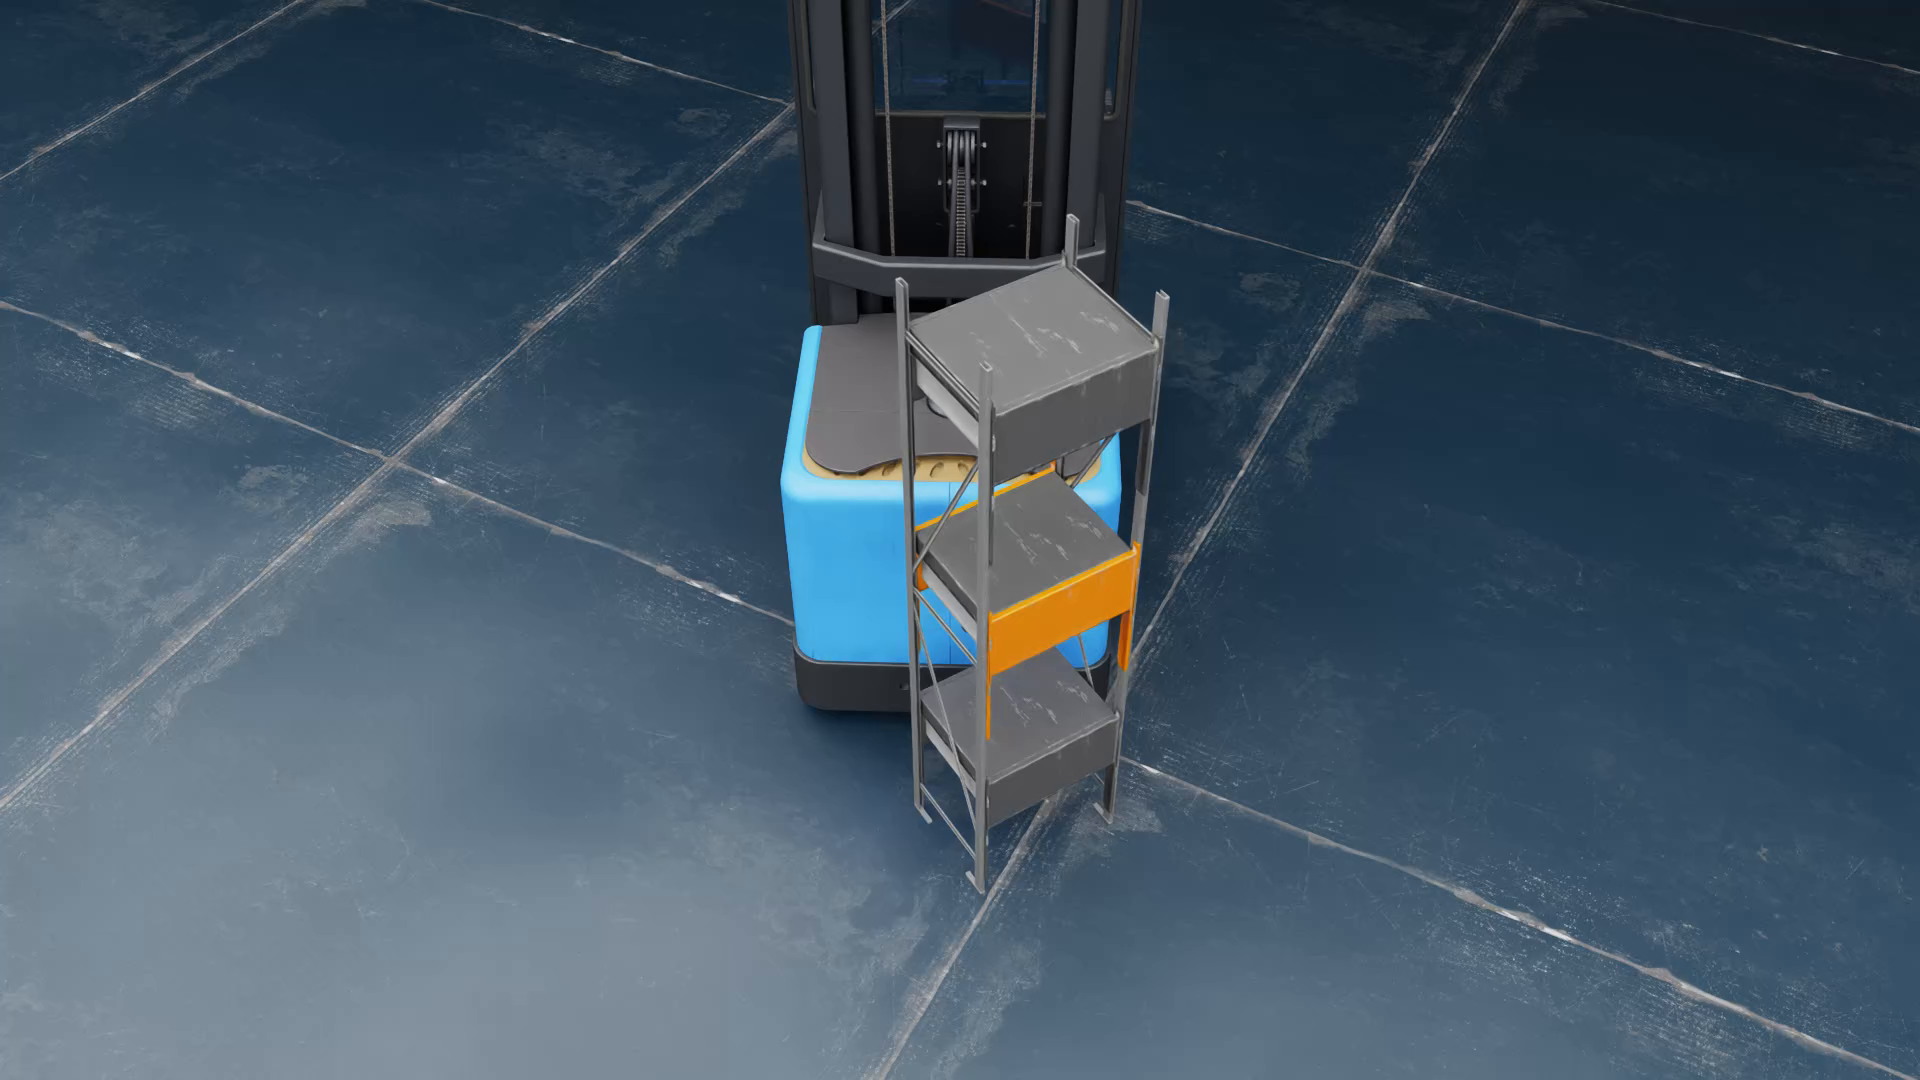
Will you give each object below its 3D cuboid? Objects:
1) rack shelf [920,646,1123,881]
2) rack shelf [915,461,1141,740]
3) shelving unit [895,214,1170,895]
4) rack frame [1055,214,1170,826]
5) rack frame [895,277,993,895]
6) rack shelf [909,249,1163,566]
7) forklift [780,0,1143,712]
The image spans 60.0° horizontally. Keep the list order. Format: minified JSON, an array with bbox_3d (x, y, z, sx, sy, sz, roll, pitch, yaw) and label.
[{"bbox_3d":[0.170,0.651,5.133,0.480,0.518,0.431,-24,50,-22],"label":"rack shelf"},{"bbox_3d":[0.169,0.159,4.635,0.480,0.518,0.431,-24,50,-22],"label":"rack shelf"},{"bbox_3d":[0.169,0.150,4.625,0.503,2.100,0.431,-24,50,-22],"label":"shelving unit"},{"bbox_3d":[0.376,0.057,4.716,0.015,2.100,0.400,-24,50,-22],"label":"rack frame"},{"bbox_3d":[-0.038,0.242,4.534,0.015,2.100,0.400,-24,50,-22],"label":"rack frame"},{"bbox_3d":[0.168,-0.332,4.136,0.480,0.518,0.431,-24,50,-22],"label":"rack shelf"},{"bbox_3d":[0.022,-1.474,5.646,1.130,2.935,3.031,1,45,1],"label":"forklift"}]
